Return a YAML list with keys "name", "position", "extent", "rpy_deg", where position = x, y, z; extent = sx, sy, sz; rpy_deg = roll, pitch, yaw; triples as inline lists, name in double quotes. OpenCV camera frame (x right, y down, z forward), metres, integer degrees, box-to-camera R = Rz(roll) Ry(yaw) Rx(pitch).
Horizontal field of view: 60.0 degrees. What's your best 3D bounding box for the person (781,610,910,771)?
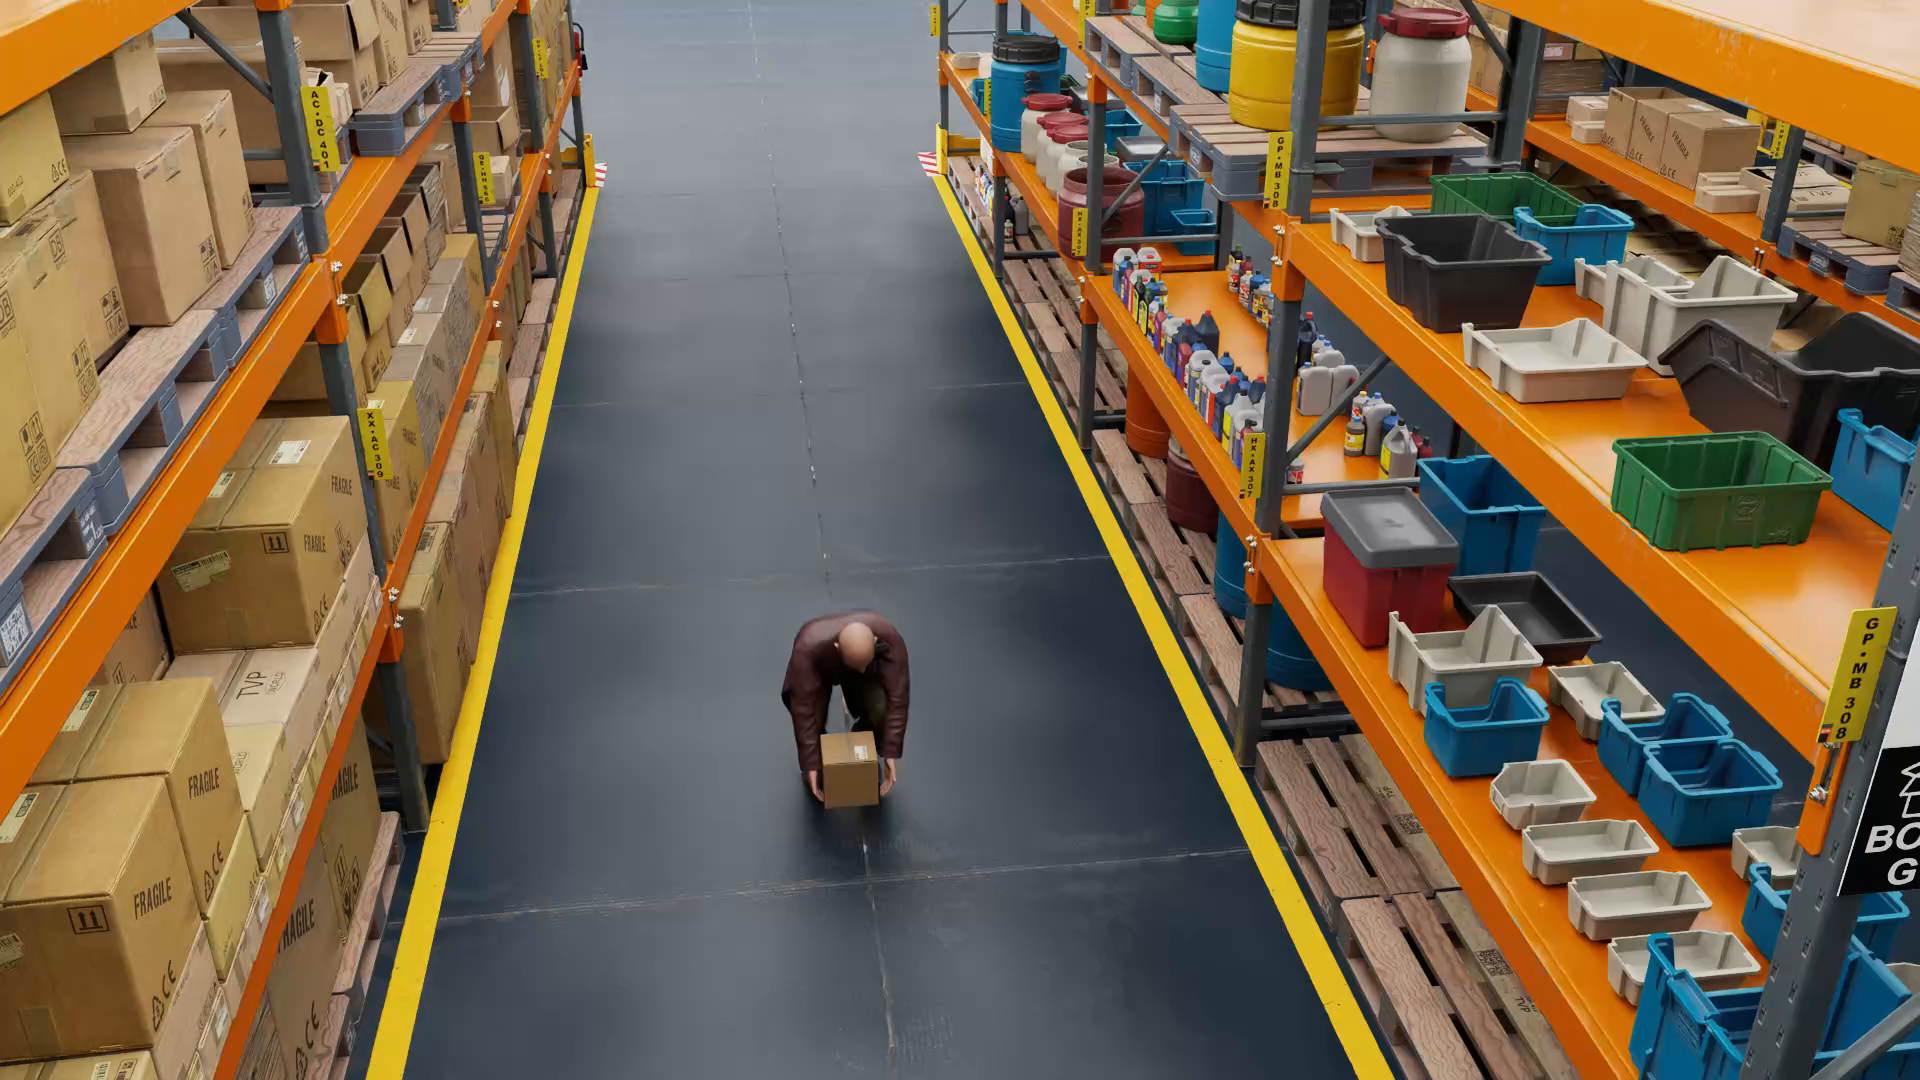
- name: "person"
  position: [-0.563, 0.633, 8.024]
  extent: [0.611, 0.681, 0.824]
  rpy_deg: [-4, 27, -7]
